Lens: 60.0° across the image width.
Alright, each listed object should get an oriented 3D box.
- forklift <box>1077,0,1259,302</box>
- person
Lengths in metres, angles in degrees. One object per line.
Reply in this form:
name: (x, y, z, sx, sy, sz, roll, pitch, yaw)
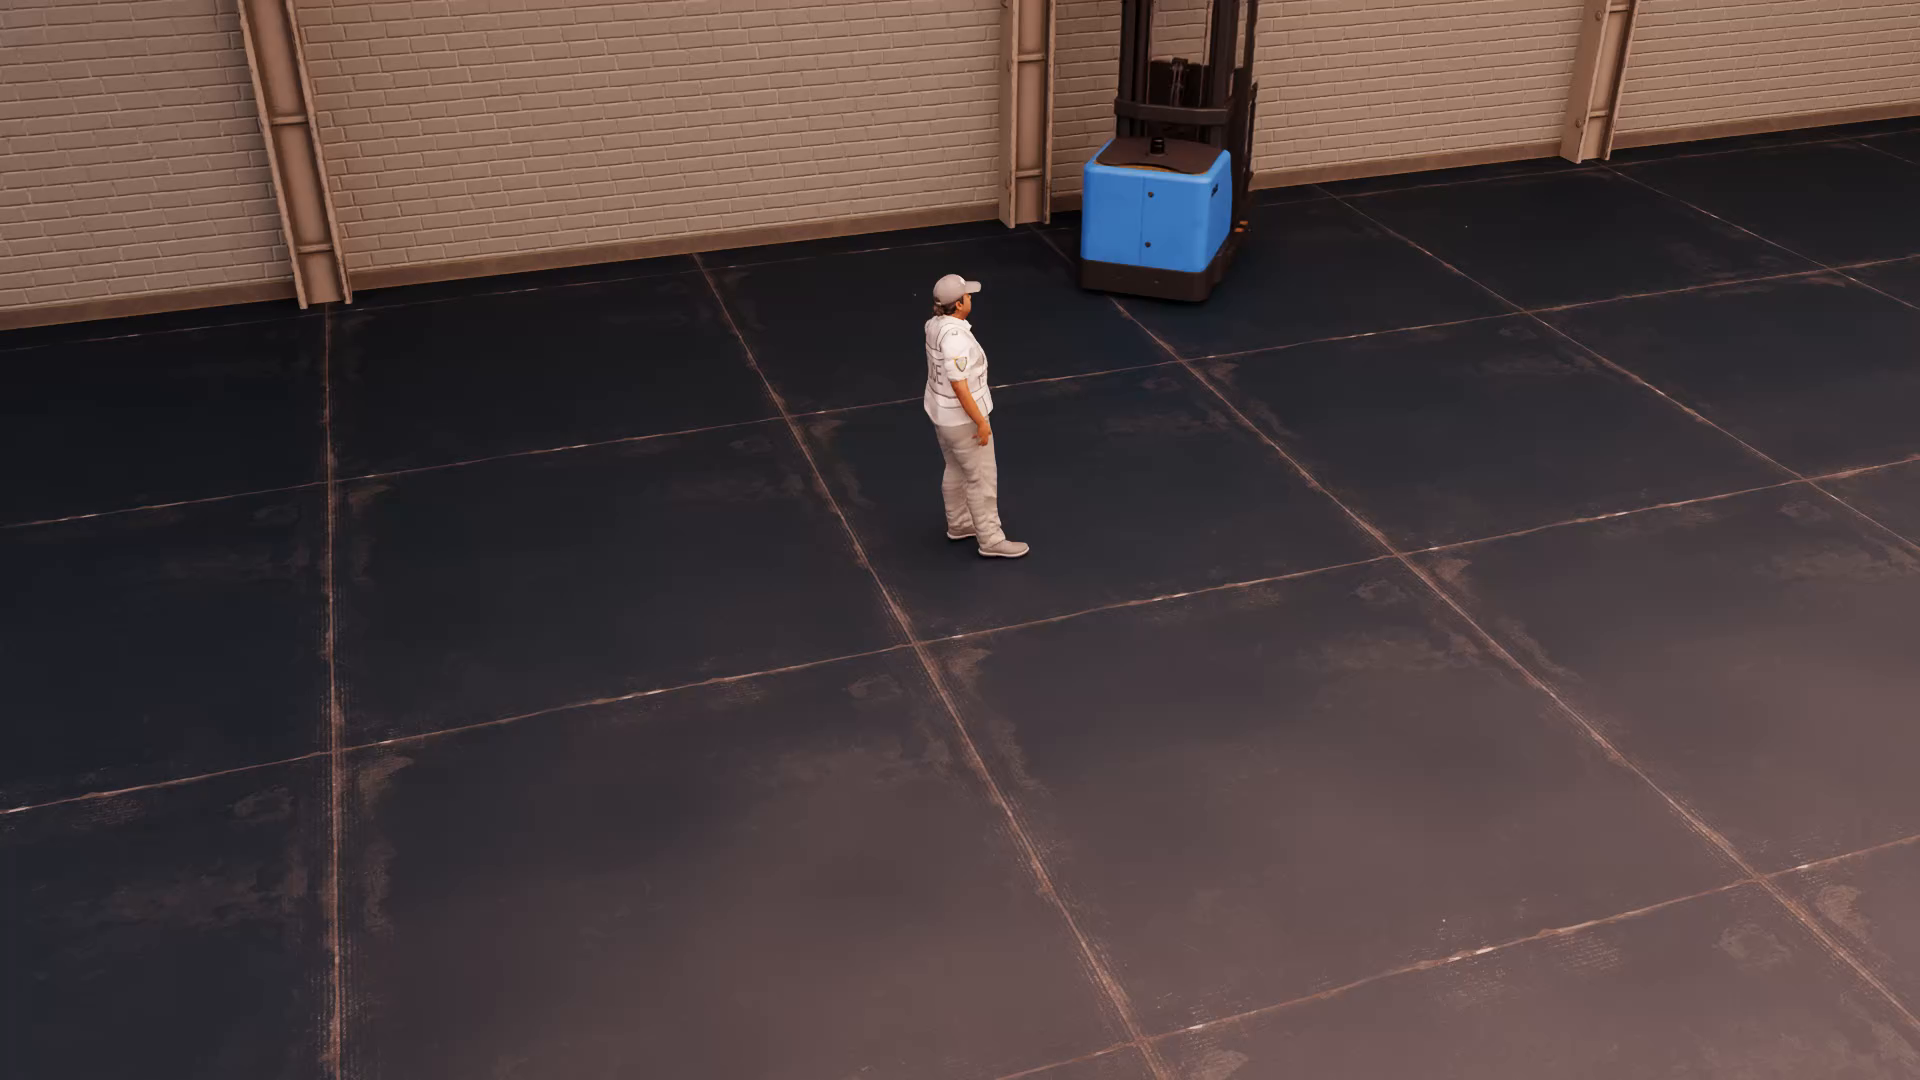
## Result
forklift: (1.922, -3.876, 13.824, 1.130, 2.935, 3.031, 10, 31, 17)
person: (0.080, -0.731, 9.609, 0.529, 1.670, 0.598, -10, 31, -16)
